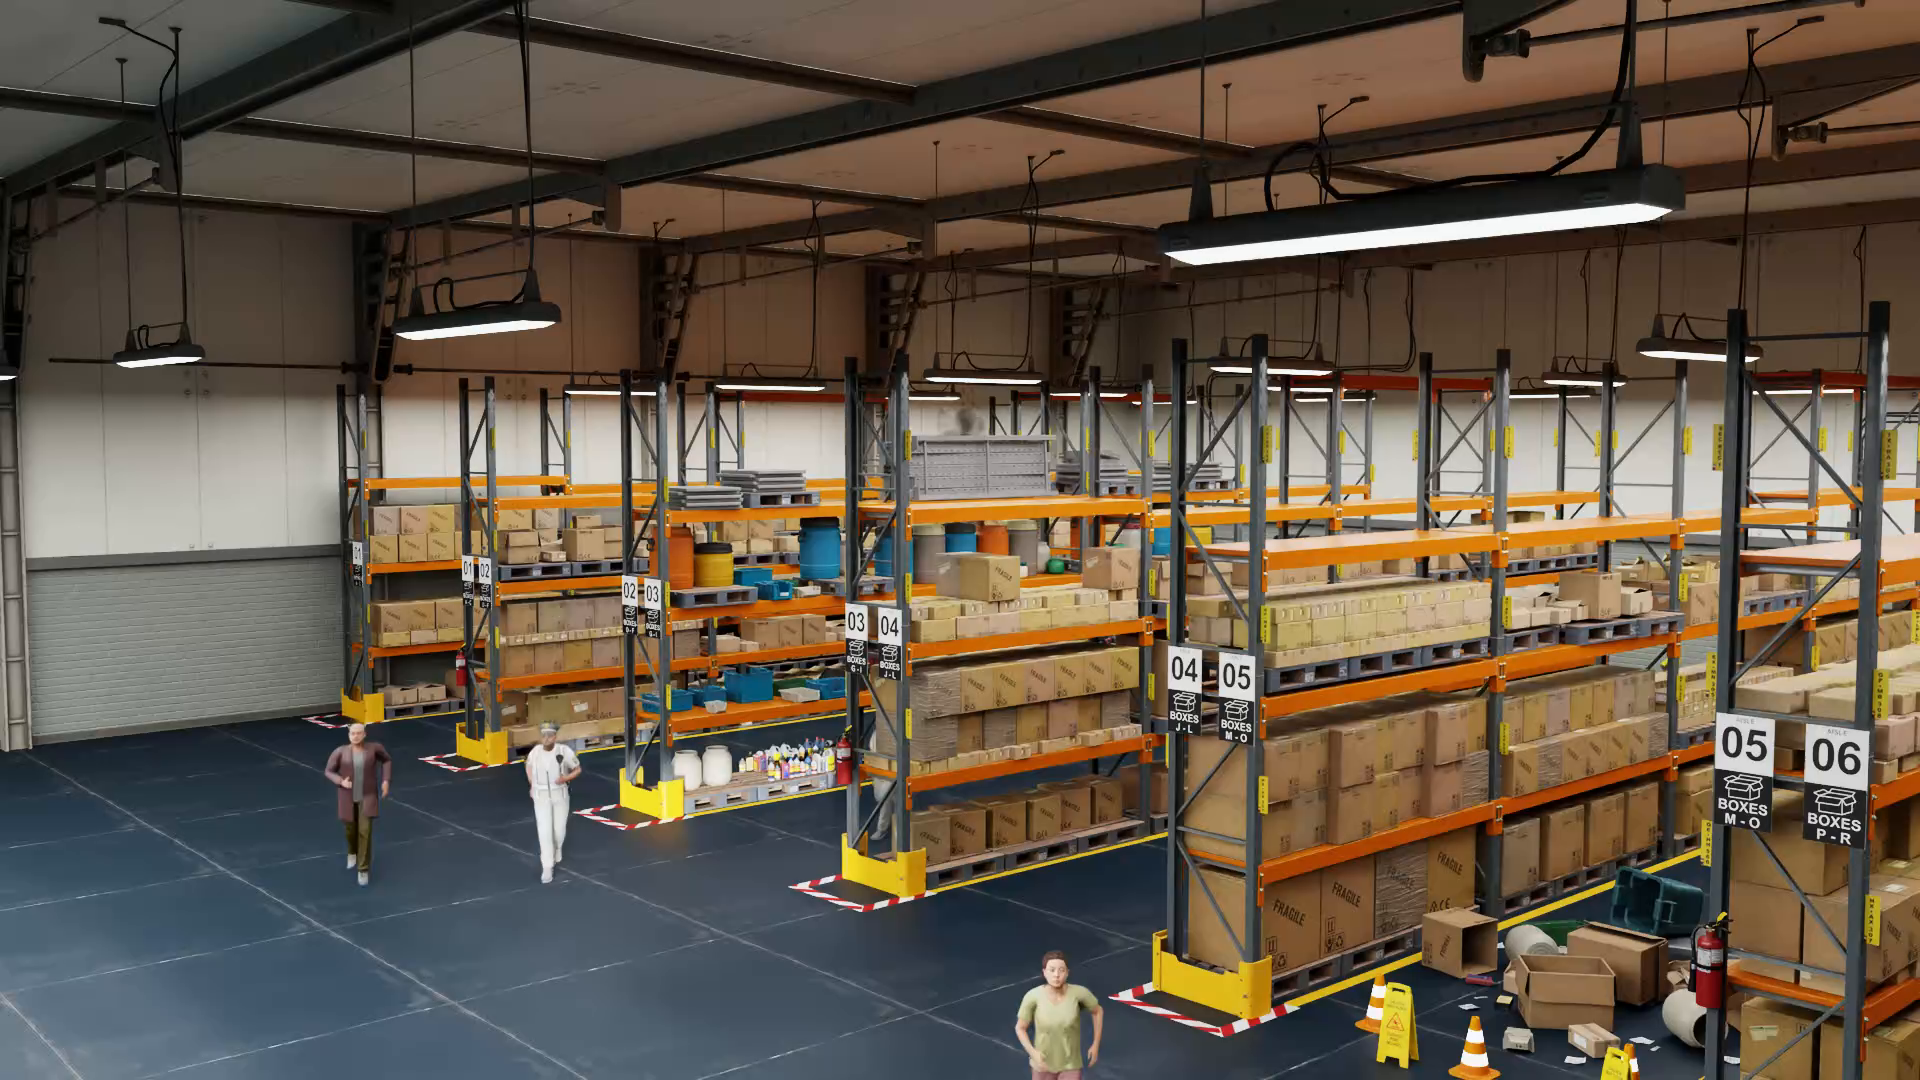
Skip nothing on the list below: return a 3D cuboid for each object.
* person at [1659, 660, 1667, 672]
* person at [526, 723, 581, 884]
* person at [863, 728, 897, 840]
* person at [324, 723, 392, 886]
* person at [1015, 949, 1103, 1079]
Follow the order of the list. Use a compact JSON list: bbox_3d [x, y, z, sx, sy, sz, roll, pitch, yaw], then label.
[{"bbox_3d":[10.638,2.659,24.898,0.927,1.766,0.709,-3,5,-39],"label":"person"},{"bbox_3d":[-4.754,3.007,19.402,0.629,1.803,0.911,-1,4,-9],"label":"person"},{"bbox_3d":[-0.900,2.957,21.337,0.622,1.676,0.837,3,5,35],"label":"person"},{"bbox_3d":[-6.955,3.007,19.242,0.732,1.807,0.947,-1,4,-17],"label":"person"},{"bbox_3d":[0.678,3.608,11.345,0.607,1.641,0.552,0,4,2],"label":"person"}]
